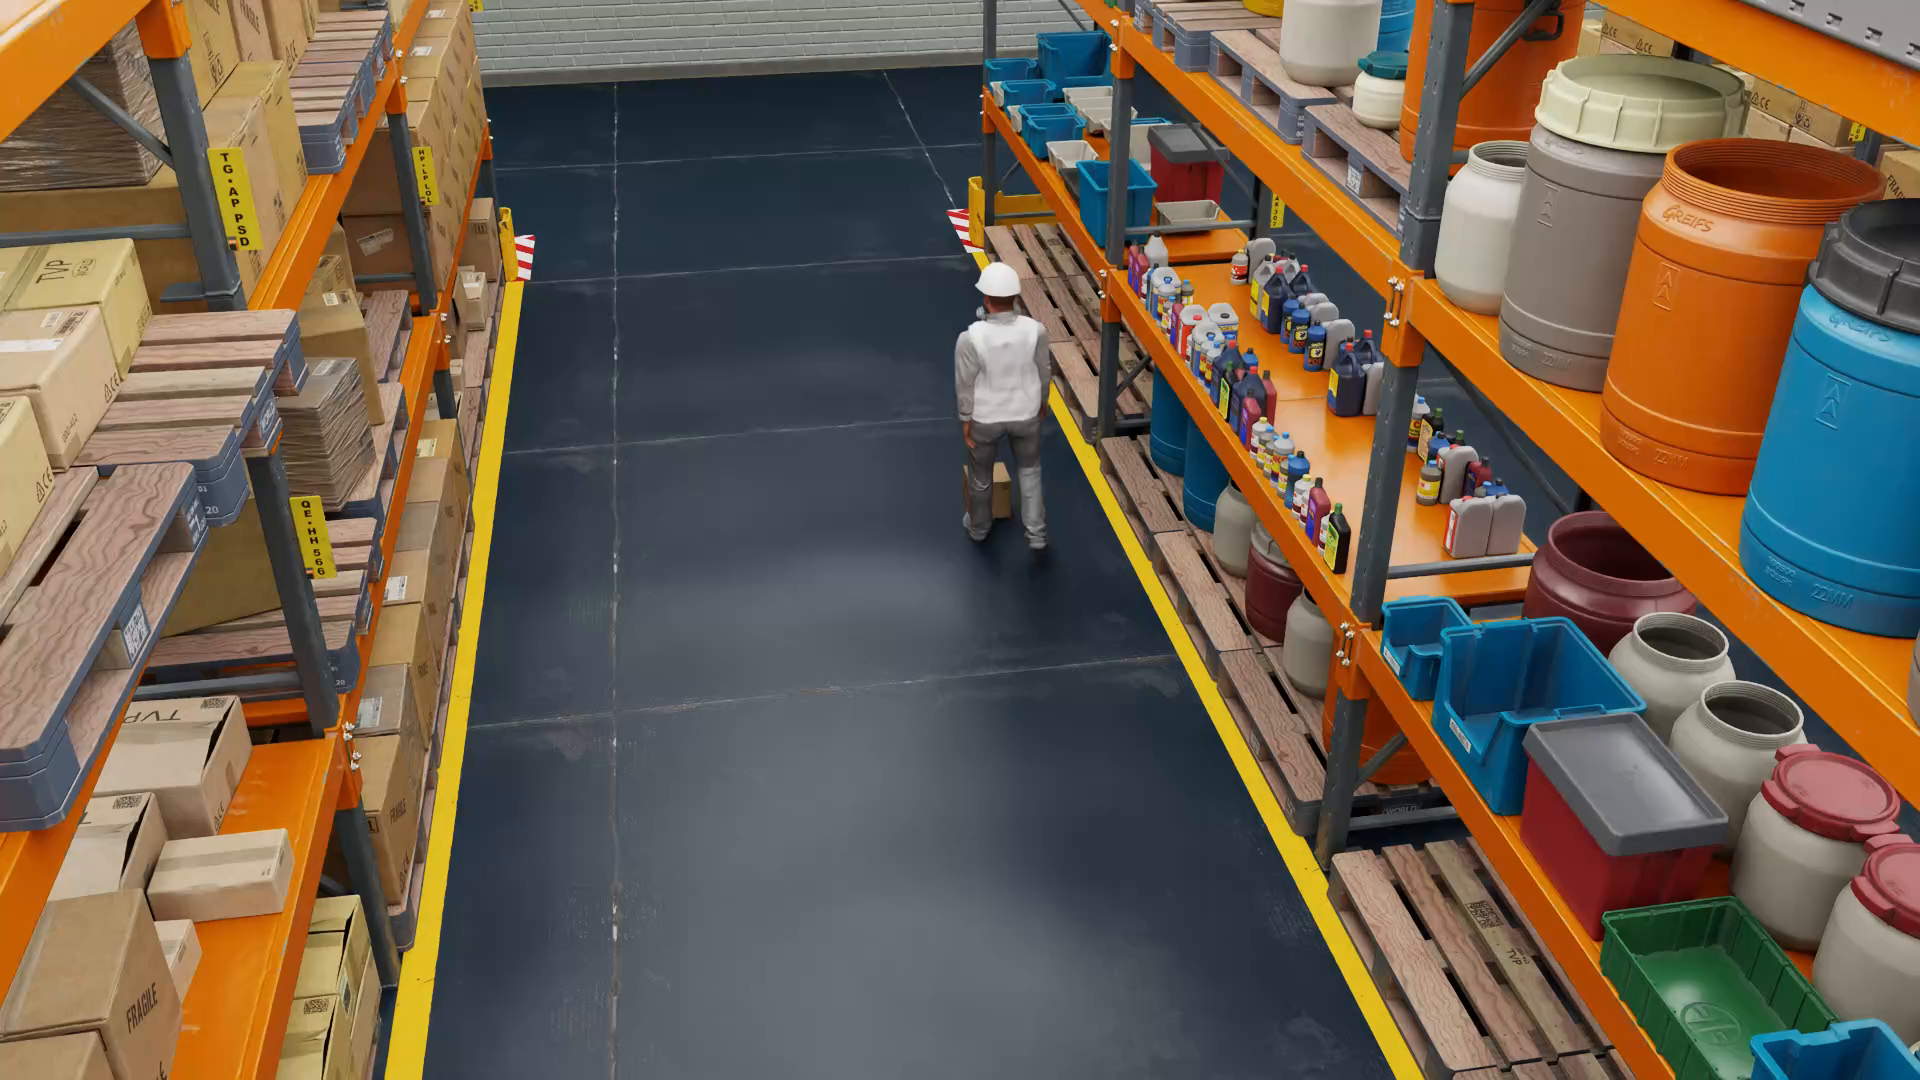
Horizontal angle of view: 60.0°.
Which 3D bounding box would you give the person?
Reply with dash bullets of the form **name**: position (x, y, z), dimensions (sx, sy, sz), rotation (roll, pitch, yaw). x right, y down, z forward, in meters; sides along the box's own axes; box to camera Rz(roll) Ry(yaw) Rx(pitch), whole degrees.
- **person**: position (0.227, -0.738, 9.355), dimensions (0.555, 1.767, 0.683), rotation (-5, 31, -8)
